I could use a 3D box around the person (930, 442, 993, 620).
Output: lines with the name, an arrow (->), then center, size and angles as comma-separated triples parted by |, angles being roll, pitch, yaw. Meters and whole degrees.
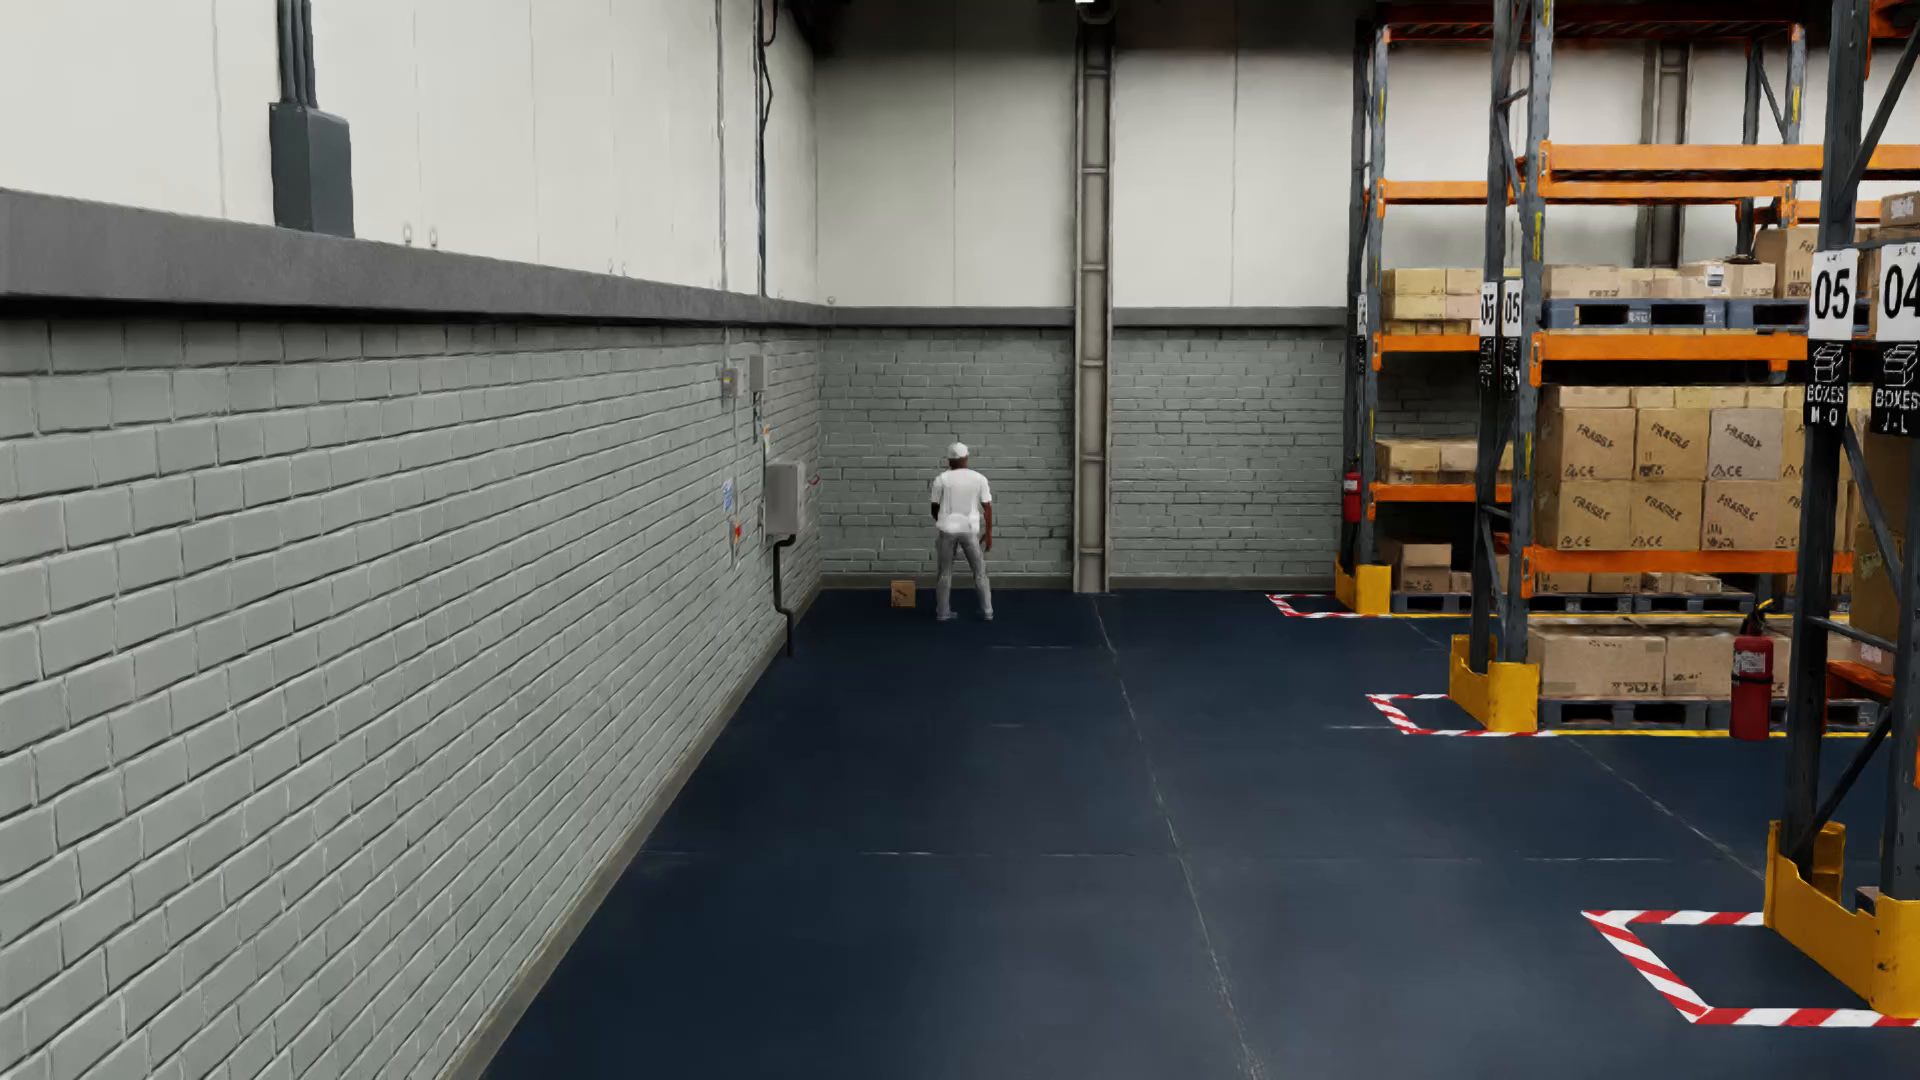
person -> 0.018, -0.087, 16.338 | 0.639, 1.765, 0.474 | -1, 7, -7
